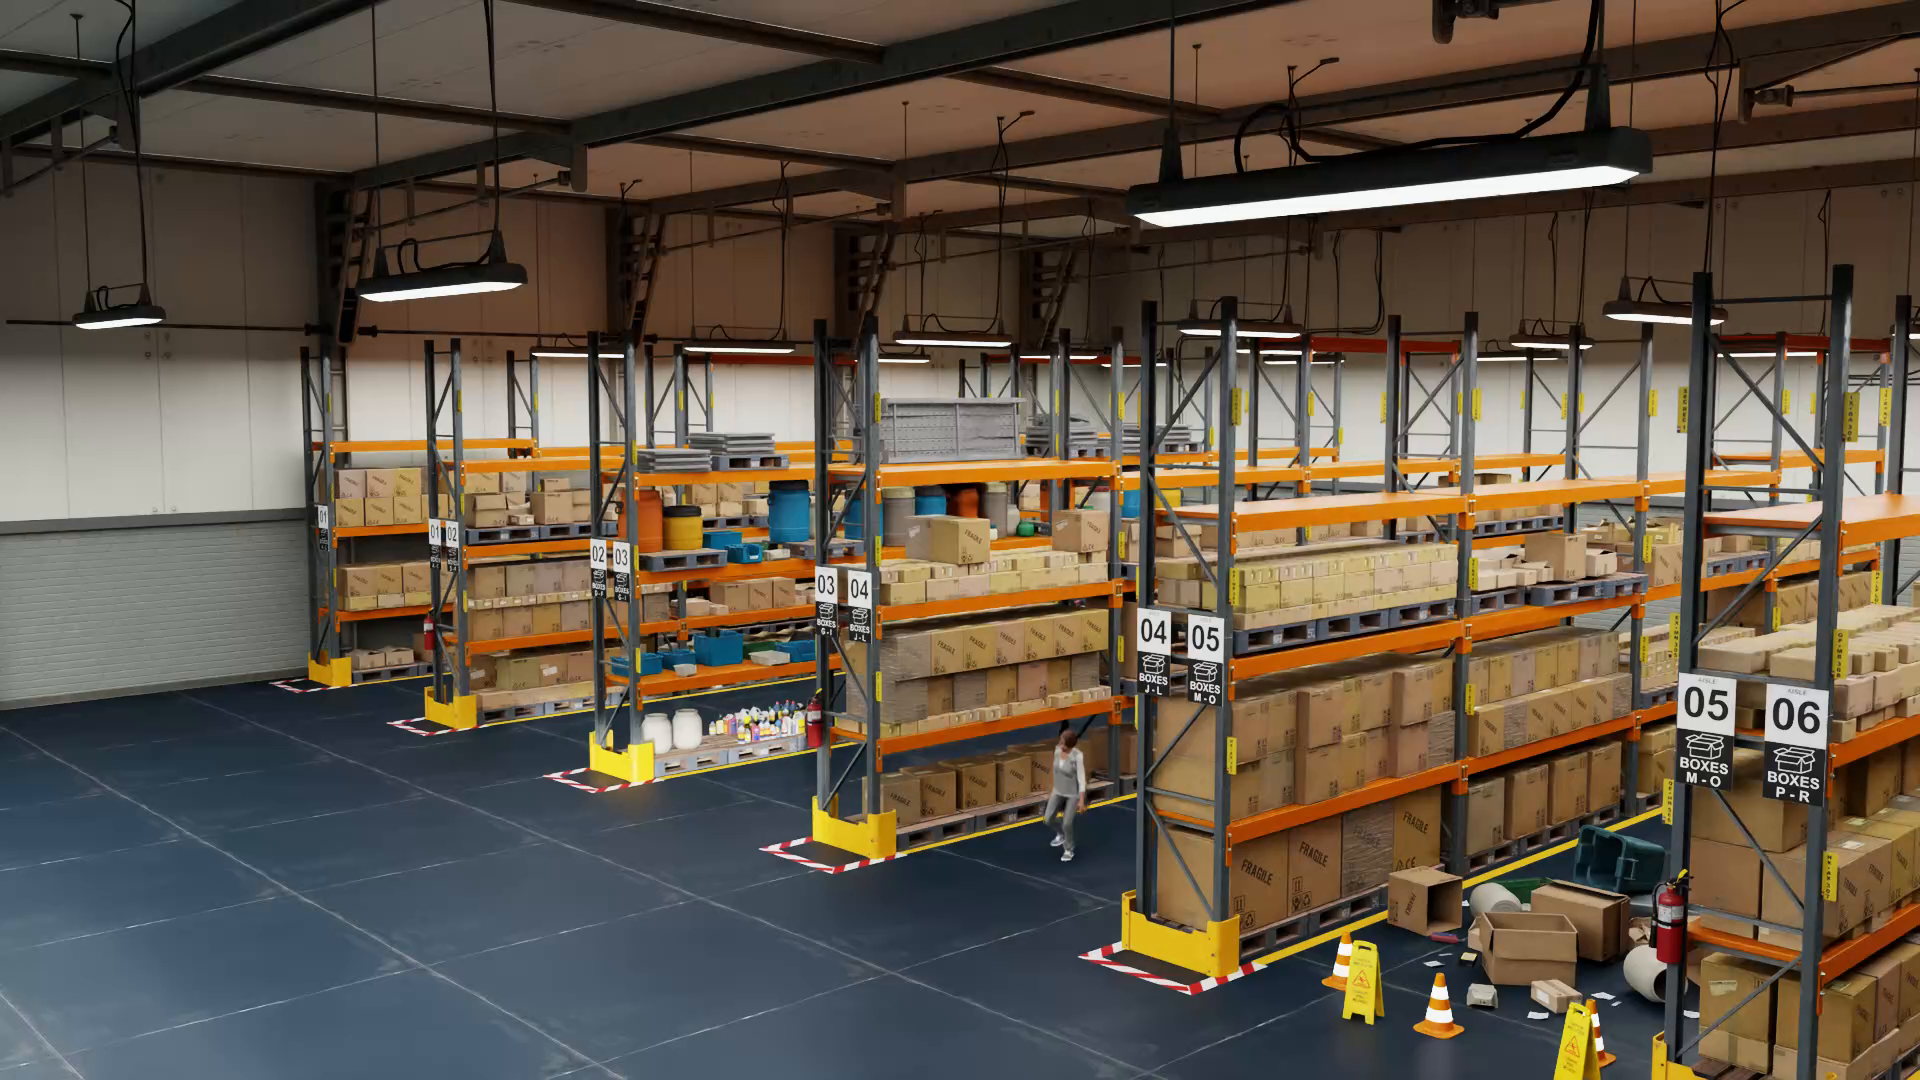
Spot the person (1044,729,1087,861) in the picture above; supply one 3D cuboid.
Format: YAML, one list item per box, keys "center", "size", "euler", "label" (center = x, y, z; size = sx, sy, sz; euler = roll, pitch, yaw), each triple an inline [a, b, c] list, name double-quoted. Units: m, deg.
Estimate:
- center: [1.190, 2.799, 18.305]
  size: [0.649, 1.501, 0.589]
  euler: [4, 6, 37]
  label: "person"
